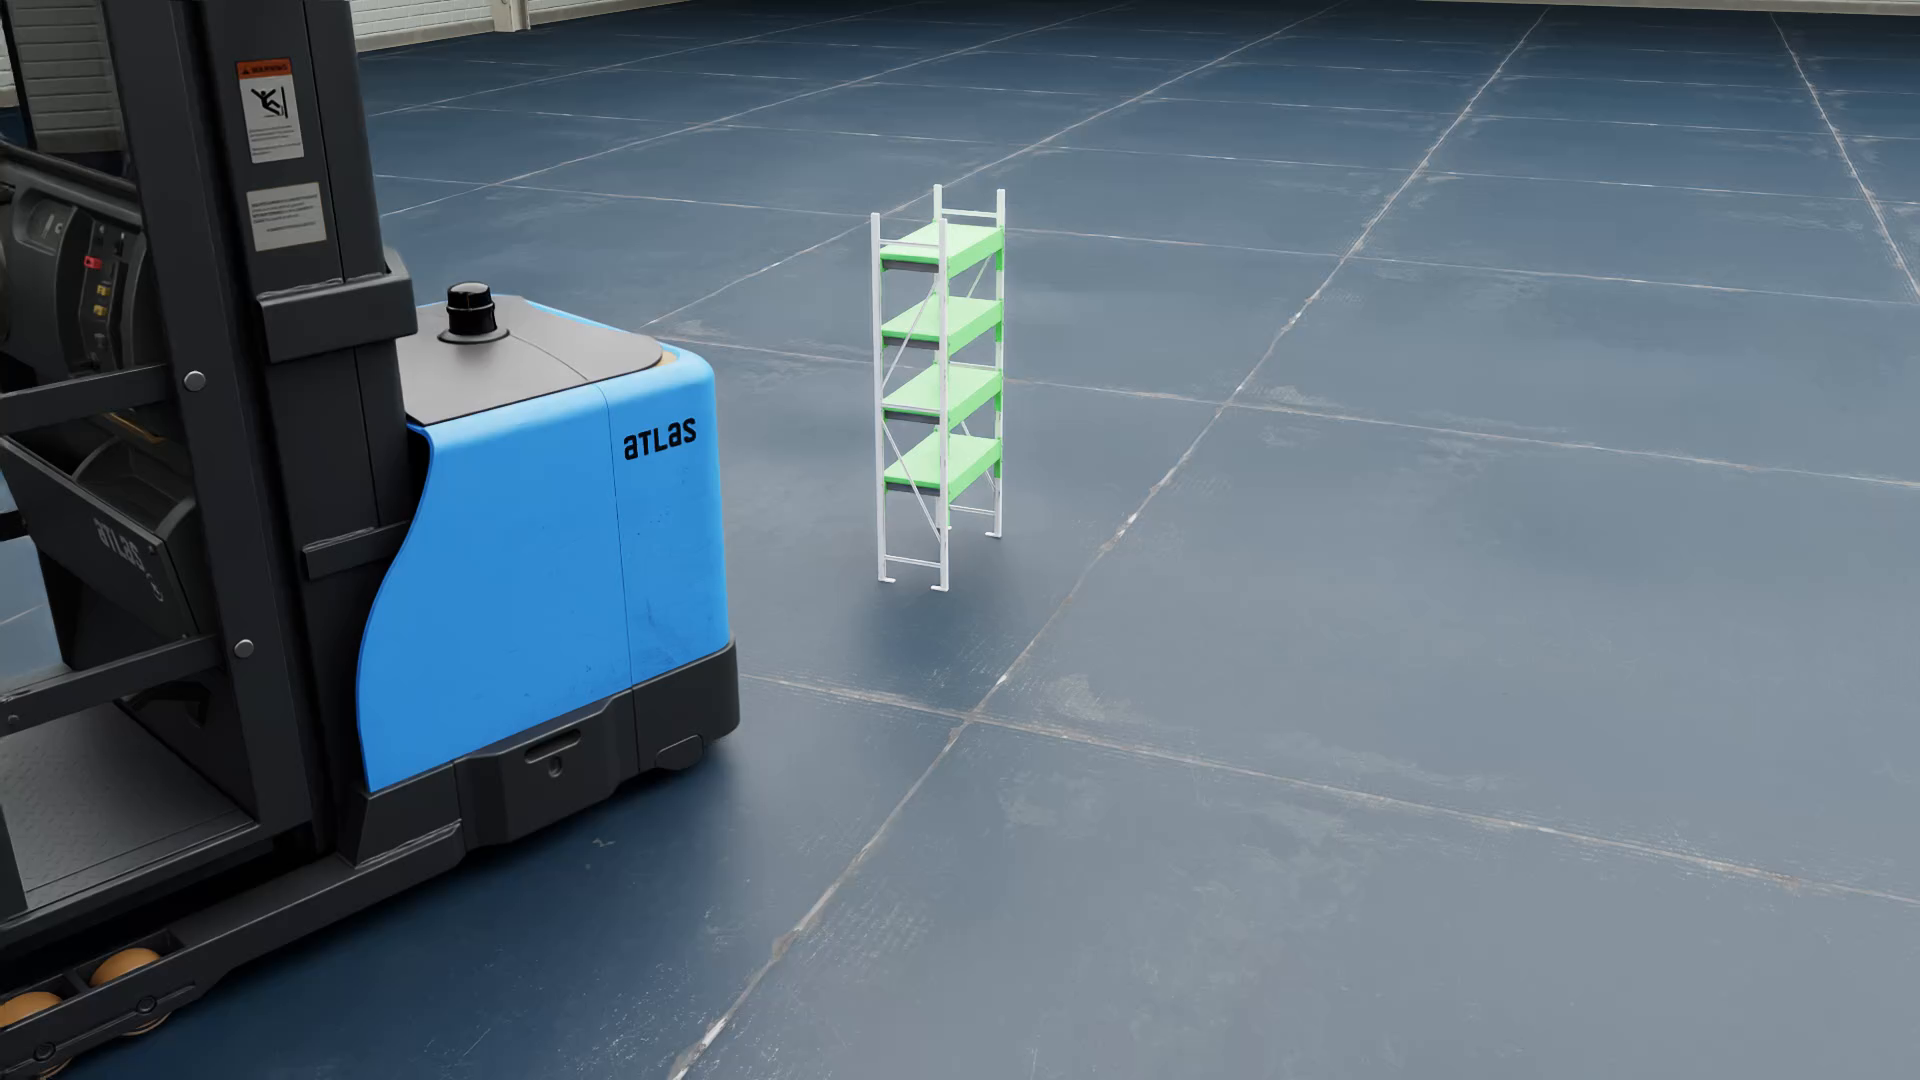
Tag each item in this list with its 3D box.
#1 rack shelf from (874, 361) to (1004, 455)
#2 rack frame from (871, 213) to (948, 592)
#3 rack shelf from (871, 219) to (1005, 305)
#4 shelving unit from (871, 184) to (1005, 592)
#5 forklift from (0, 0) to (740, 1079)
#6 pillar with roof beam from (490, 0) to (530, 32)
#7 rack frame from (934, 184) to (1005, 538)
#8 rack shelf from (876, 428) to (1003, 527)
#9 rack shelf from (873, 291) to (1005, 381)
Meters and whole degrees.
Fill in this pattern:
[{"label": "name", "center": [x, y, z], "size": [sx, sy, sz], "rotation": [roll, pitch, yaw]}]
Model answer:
[{"label": "rack shelf", "center": [-0.061, -0.435, 5.402], "size": [0.258, 0.148, 0.480], "rotation": [9, 24, 20]}, {"label": "rack frame", "center": [-0.152, -0.407, 5.168], "size": [0.240, 1.200, 0.015], "rotation": [9, 24, 20]}, {"label": "rack shelf", "center": [-0.062, -0.878, 5.217], "size": [0.258, 0.148, 0.480], "rotation": [9, 24, 20]}, {"label": "shelving unit", "center": [-0.061, -0.494, 5.377], "size": [0.258, 1.200, 0.503], "rotation": [9, 24, 20]}, {"label": "forklift", "center": [-1.967, -0.524, 3.201], "size": [1.130, 2.935, 3.031], "rotation": [20, 30, 40]}, {"label": "pillar with roof beam", "center": [-1.837, -10.176, 18.436], "size": [9.100, 9.000, 0.400], "rotation": [9, 24, 20]}, {"label": "rack frame", "center": [0.029, -0.582, 5.586], "size": [0.240, 1.200, 0.015], "rotation": [9, 24, 20]}, {"label": "rack shelf", "center": [-0.061, -0.214, 5.494], "size": [0.258, 0.148, 0.480], "rotation": [9, 24, 20]}, {"label": "rack shelf", "center": [-0.061, -0.657, 5.309], "size": [0.258, 0.148, 0.480], "rotation": [9, 24, 20]}]
